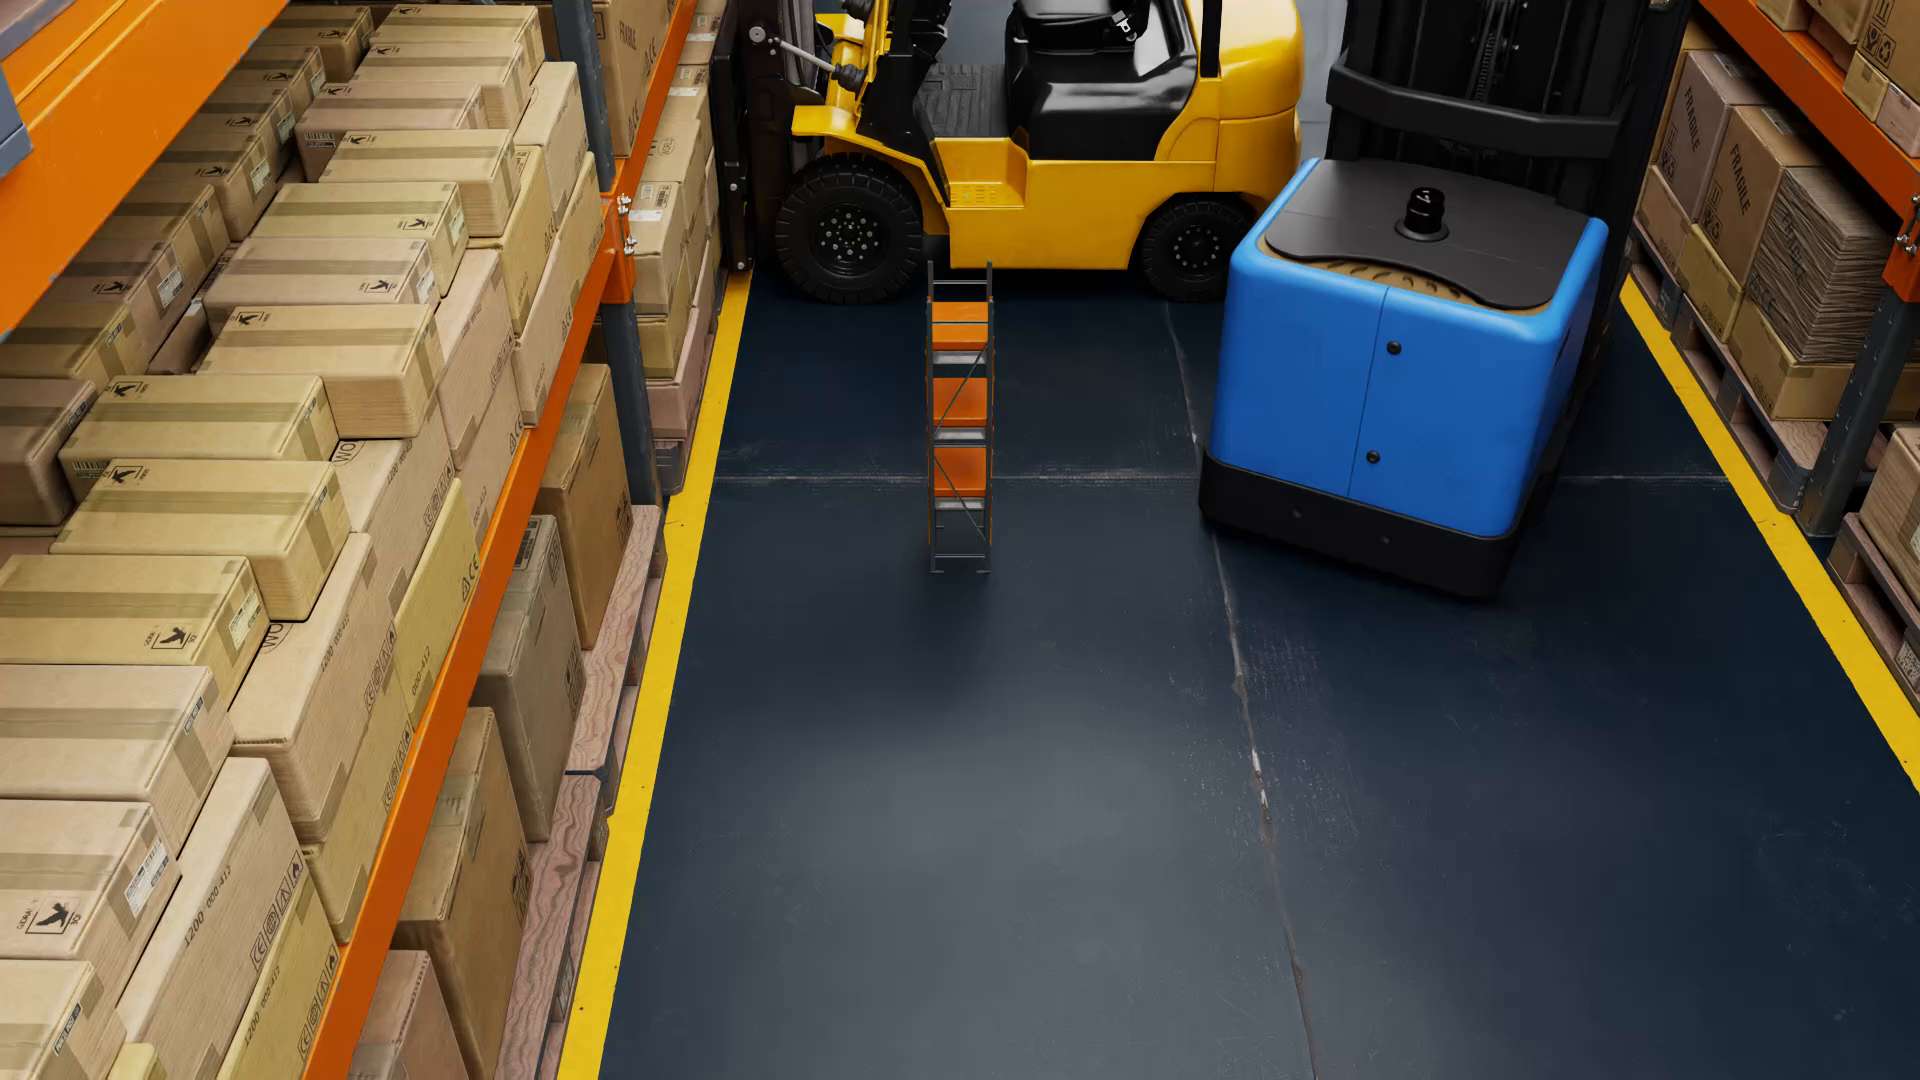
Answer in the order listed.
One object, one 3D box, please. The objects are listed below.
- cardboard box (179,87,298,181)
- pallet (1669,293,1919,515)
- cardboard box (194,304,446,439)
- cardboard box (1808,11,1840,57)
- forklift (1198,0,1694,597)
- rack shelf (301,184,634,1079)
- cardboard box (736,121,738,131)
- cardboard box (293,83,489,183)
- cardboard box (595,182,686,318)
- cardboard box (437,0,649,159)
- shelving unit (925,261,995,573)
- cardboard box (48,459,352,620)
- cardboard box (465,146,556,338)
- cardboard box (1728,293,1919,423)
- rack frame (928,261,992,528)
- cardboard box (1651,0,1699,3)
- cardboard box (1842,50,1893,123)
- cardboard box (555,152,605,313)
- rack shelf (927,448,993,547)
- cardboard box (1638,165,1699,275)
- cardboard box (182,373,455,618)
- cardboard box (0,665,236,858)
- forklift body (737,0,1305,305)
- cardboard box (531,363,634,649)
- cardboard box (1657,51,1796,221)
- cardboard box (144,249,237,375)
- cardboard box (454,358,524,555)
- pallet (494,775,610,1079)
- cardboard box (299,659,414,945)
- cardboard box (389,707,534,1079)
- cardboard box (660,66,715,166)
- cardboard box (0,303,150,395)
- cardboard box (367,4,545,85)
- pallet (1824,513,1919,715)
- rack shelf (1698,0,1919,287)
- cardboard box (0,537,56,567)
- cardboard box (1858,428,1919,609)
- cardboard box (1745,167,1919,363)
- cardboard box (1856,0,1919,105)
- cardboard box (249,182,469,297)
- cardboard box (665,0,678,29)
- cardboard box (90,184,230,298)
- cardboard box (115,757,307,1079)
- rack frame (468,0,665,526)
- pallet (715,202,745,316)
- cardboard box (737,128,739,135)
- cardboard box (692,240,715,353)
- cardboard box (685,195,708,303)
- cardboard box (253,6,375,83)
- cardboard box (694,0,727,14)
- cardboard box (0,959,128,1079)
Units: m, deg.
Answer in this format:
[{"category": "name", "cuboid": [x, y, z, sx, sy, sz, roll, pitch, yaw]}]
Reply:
[{"category": "cardboard box", "cuboid": [-1.802, -0.954, 3.943, 0.380, 0.149, 0.250, 0, 39, 0]}, {"category": "pallet", "cuboid": [3.393, -0.543, 6.259, 1.003, 0.211, 1.213, 0, 39, 0]}, {"category": "cardboard box", "cuboid": [-1.204, -0.320, 3.151, 0.380, 0.149, 0.250, -1, 39, -1]}, {"category": "cardboard box", "cuboid": [3.208, -1.789, 5.785, 0.380, 0.149, 0.250, -1, 39, -1]}, {"category": "forklift", "cuboid": [1.957, -1.869, 5.739, 1.130, 2.935, 3.031, 18, 42, 21]}, {"category": "rack shelf", "cuboid": [-1.533, 0.326, 3.520, 1.077, 0.370, 4.000, 0, 39, 0]}, {"category": "cardboard box", "cuboid": [-1.218, -1.740, 6.985, 0.500, 0.250, 0.500, 0, 39, 0]}, {"category": "cardboard box", "cuboid": [-1.347, -0.970, 3.963, 0.380, 0.149, 0.250, 0, 39, 0]}, {"category": "cardboard box", "cuboid": [-1.222, -0.989, 5.649, 0.500, 0.250, 0.500, -1, 39, -1]}, {"category": "cardboard box", "cuboid": [-1.274, -1.522, 5.171, 0.500, 0.500, 0.500, -1, 39, -1]}, {"category": "shelving unit", "cuboid": [0.000, -0.376, 5.380, 0.215, 1.050, 0.252, 0, 39, 0]}, {"category": "cardboard box", "cuboid": [-1.248, -0.003, 2.756, 0.380, 0.149, 0.250, 1, 39, 1]}, {"category": "cardboard box", "cuboid": [-1.271, -0.714, 3.962, 0.500, 0.250, 0.500, -1, 39, -1]}, {"category": "cardboard box", "cuboid": [3.159, -0.672, 6.053, 0.500, 0.250, 0.500, 2, 39, 2]}, {"category": "rack frame", "cuboid": [0.000, -0.453, 5.475, 0.200, 1.050, 0.008, 0, 39, 0]}, {"category": "cardboard box", "cuboid": [3.154, -2.250, 7.422, 0.500, 0.500, 0.500, -1, 39, -2]}, {"category": "cardboard box", "cuboid": [3.116, -1.470, 5.387, 0.380, 0.149, 0.250, 1, 39, 1]}, {"category": "cardboard box", "cuboid": [-1.273, -0.832, 4.510, 0.500, 0.250, 0.500, 1, 39, 1]}, {"category": "rack shelf", "cuboid": [0.000, -0.151, 5.560, 0.215, 0.259, 0.240, 0, 39, 0]}, {"category": "cardboard box", "cuboid": [3.153, -1.323, 6.865, 0.500, 0.250, 0.500, 1, 39, 1]}, {"category": "cardboard box", "cuboid": [-1.294, -0.078, 3.169, 0.500, 0.250, 0.500, 0, 39, 1]}, {"category": "cardboard box", "cuboid": [-1.277, 0.313, 2.362, 0.380, 0.149, 0.250, 0, 39, 0]}, {"category": "forklift body", "cuboid": [0.287, -2.191, 6.765, 2.313, 2.155, 1.214, 0, 39, 0]}, {"category": "cardboard box", "cuboid": [-1.523, -0.117, 5.060, 0.875, 0.625, 0.625, 2, 39, 2]}, {"category": "cardboard box", "cuboid": [3.156, -1.602, 6.614, 0.500, 0.500, 0.500, 2, 39, 2]}, {"category": "cardboard box", "cuboid": [-1.811, -0.389, 3.557, 0.500, 0.250, 0.500, -1, 39, -1]}, {"category": "cardboard box", "cuboid": [-1.297, -0.207, 3.730, 0.500, 0.250, 0.500, 0, 39, 0]}, {"category": "pallet", "cuboid": [-1.491, 1.108, 4.199, 1.003, 0.211, 1.213, 0, 39, 0]}, {"category": "cardboard box", "cuboid": [-1.290, 0.440, 2.922, 0.500, 0.250, 0.500, -1, 39, -2]}, {"category": "cardboard box", "cuboid": [-1.527, 0.839, 3.868, 0.875, 0.625, 0.625, -2, 39, -2]}, {"category": "cardboard box", "cuboid": [-1.224, -1.620, 6.437, 0.500, 0.250, 0.500, 1, 39, 1]}, {"category": "cardboard box", "cuboid": [-1.794, -0.324, 3.157, 0.380, 0.149, 0.250, 0, 39, 0]}, {"category": "cardboard box", "cuboid": [-1.313, -1.284, 4.355, 0.380, 0.149, 0.250, 1, 39, 2]}, {"category": "pallet", "cuboid": [3.431, 0.363, 5.128, 1.003, 0.211, 1.213, 0, 39, 0]}, {"category": "rack shelf", "cuboid": [3.426, -2.182, 6.649, 1.077, 0.370, 4.000, 0, 39, 0]}, {"category": "cardboard box", "cuboid": [-1.809, 0.245, 2.765, 0.500, 0.250, 0.500, 0, 39, 0]}, {"category": "cardboard box", "cuboid": [3.432, -0.022, 5.144, 0.950, 0.372, 0.625, 0, 39, 1]}, {"category": "cardboard box", "cuboid": [3.160, -0.965, 5.819, 0.500, 0.500, 0.500, -1, 39, -1]}, {"category": "cardboard box", "cuboid": [3.179, -1.644, 5.085, 0.500, 0.500, 0.500, -1, 39, -1]}, {"category": "cardboard box", "cuboid": [-1.276, -0.642, 3.553, 0.380, 0.149, 0.250, -1, 39, -1]}, {"category": "cardboard box", "cuboid": [-1.293, -2.165, 5.973, 0.500, 0.500, 0.500, 0, 39, 0]}, {"category": "cardboard box", "cuboid": [-1.806, -0.638, 3.549, 0.380, 0.149, 0.250, 0, 39, 0]}, {"category": "cardboard box", "cuboid": [-1.286, 0.568, 2.362, 0.500, 0.250, 0.500, 1, 39, 1]}, {"category": "rack frame", "cuboid": [-1.535, -1.206, 4.856, 1.000, 3.000, 0.127, 0, 39, 0]}, {"category": "pallet", "cuboid": [-1.498, -1.380, 7.303, 1.003, 0.211, 1.213, 0, 39, 0]}, {"category": "cardboard box", "cuboid": [-1.217, -1.556, 7.156, 0.500, 0.250, 0.500, 1, 39, 1]}, {"category": "cardboard box", "cuboid": [-1.221, -0.917, 6.358, 0.500, 0.250, 0.500, -1, 39, -1]}, {"category": "cardboard box", "cuboid": [-1.229, -1.109, 6.199, 0.500, 0.250, 0.500, 0, 39, 0]}, {"category": "cardboard box", "cuboid": [-1.749, -1.278, 4.347, 0.380, 0.149, 0.250, -1, 39, -1]}, {"category": "cardboard box", "cuboid": [-1.210, -2.266, 7.242, 0.500, 0.250, 0.500, 0, 39, 1]}, {"category": "cardboard box", "cuboid": [-1.238, 0.637, 1.958, 0.380, 0.149, 0.250, 1, 39, 1]}]
